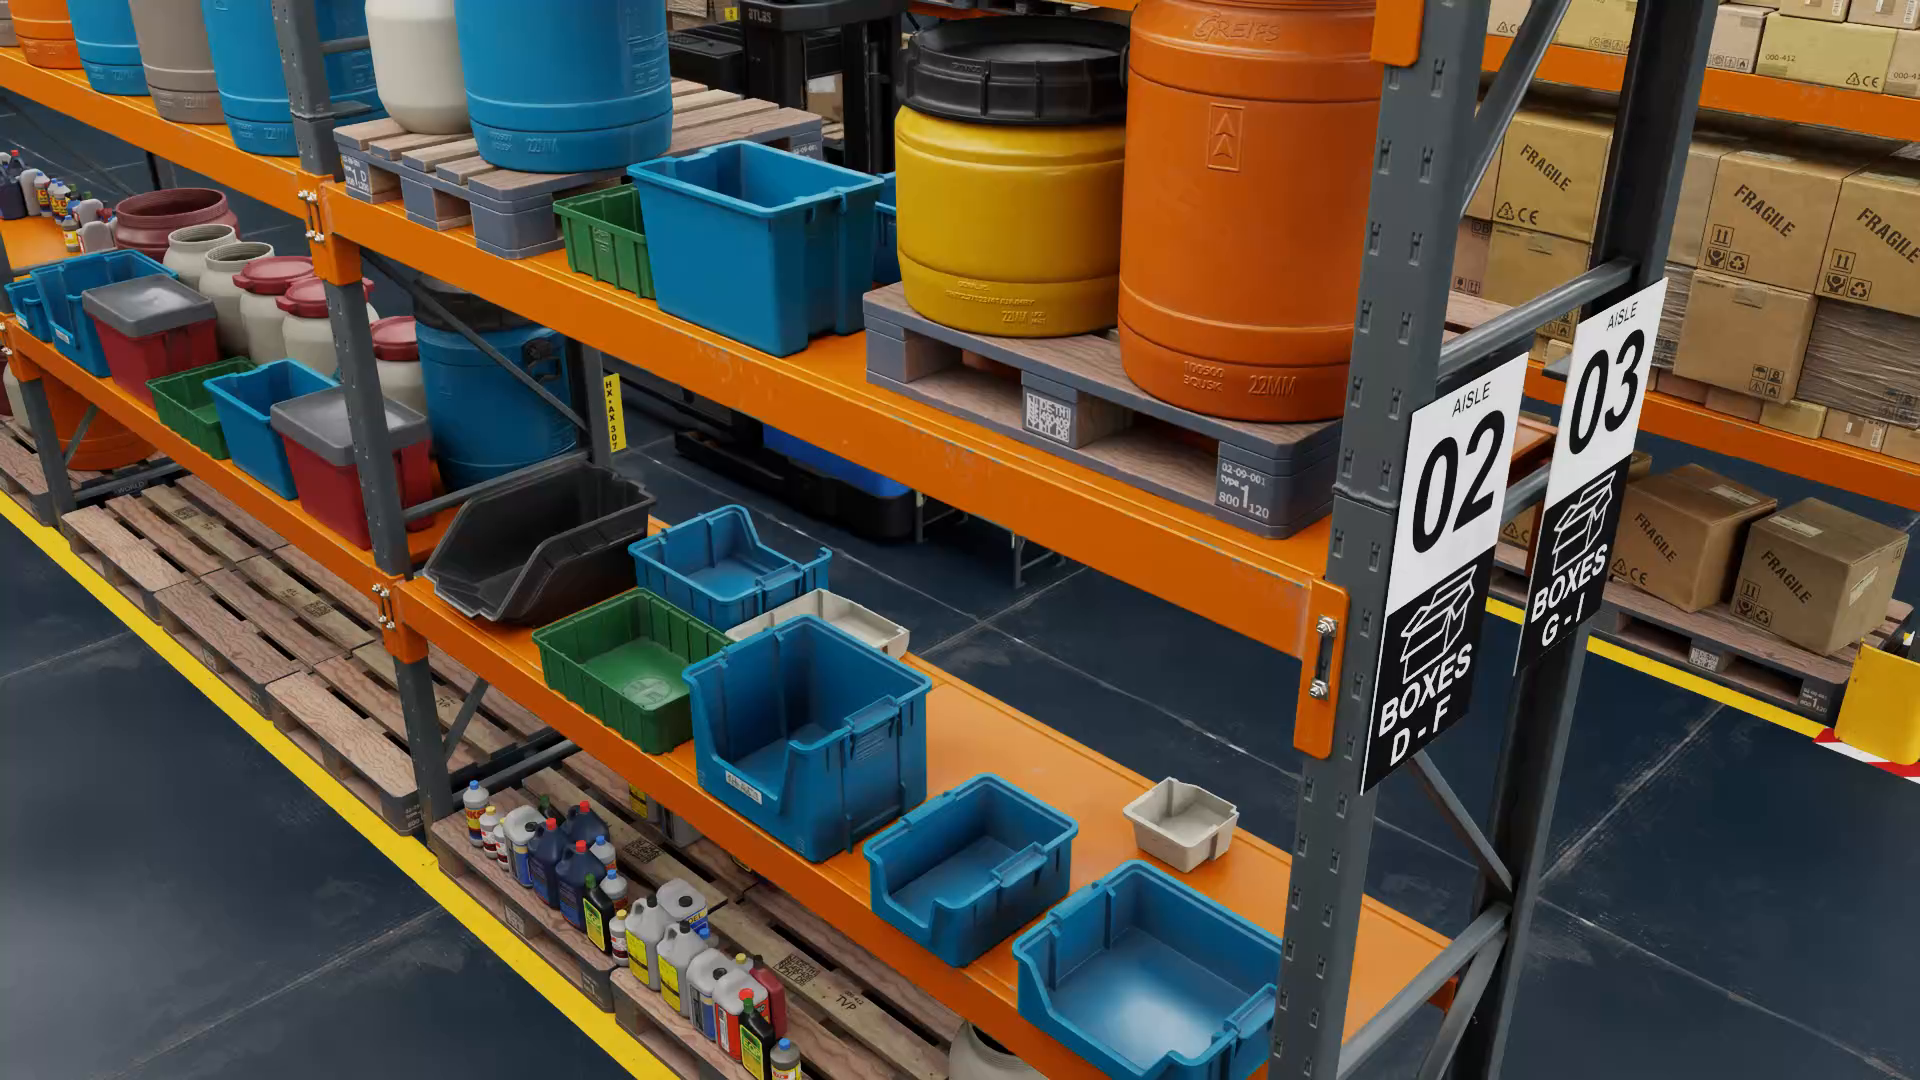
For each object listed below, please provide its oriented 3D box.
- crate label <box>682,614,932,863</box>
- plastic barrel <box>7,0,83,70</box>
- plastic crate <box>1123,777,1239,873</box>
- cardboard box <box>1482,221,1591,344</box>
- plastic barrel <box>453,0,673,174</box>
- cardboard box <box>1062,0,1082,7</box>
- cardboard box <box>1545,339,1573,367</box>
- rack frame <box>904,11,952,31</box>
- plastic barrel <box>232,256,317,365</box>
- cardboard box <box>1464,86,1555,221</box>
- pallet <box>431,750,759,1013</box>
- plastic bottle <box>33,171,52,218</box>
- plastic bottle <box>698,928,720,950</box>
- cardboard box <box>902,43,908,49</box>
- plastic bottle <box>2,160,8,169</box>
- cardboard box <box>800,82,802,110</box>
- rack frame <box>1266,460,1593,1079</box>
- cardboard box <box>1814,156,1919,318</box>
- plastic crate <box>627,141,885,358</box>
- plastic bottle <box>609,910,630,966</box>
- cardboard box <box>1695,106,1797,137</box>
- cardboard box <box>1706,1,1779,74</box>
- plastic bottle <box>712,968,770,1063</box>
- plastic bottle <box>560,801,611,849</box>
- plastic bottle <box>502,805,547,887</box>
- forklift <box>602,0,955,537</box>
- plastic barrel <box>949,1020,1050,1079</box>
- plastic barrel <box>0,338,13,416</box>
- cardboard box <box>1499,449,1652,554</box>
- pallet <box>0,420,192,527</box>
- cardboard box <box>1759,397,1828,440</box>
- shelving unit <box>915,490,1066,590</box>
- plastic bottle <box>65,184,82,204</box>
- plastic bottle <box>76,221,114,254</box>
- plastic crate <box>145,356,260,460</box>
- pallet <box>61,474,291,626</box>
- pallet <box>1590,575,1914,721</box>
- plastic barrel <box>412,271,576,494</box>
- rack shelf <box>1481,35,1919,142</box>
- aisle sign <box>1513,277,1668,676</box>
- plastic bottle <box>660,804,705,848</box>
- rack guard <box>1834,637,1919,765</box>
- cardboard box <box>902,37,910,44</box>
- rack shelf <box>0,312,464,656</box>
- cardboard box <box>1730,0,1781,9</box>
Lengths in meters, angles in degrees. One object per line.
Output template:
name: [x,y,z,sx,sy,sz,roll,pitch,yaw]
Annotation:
crate label: [-0.445,0.573,4.899,0.616,0.435,0.502,25,36,38]
plastic barrel: [-3.748,-2.475,7.050,0.708,0.830,0.600,25,36,38]
plastic crate: [0.645,0.817,4.756,0.250,0.136,0.298,25,36,38]
cardboard box: [3.041,-1.377,8.218,0.500,0.500,0.875,25,36,38]
plastic barrel: [-1.160,-1.581,4.821,0.708,0.901,0.600,25,36,38]
cardboard box: [1.166,-5.099,15.542,0.250,0.149,0.380,24,36,38]
cardboard box: [3.038,-0.912,8.032,0.250,0.149,0.380,25,36,38]
rack frame: [-0.478,-6.073,17.576,0.127,3.000,1.000,25,36,38]
plastic barrel: [-3.155,-1.031,7.843,0.433,0.535,0.433,0,28,0]
cardboard box: [2.534,-1.911,8.159,0.500,0.500,0.500,25,36,38]
pallet: [-1.345,1.261,6.624,1.213,0.211,1.003,25,36,38]
plastic bottle: [-5.616,-2.126,10.209,0.097,0.271,0.097,0,28,0]
plastic bottle: [-0.887,1.446,5.811,0.097,0.201,0.097,0,28,0]
cardboard box: [-0.294,-3.073,11.312,0.700,0.500,0.500,-19,33,-32]
plastic bottle: [-5.956,-2.242,10.429,0.097,0.271,0.097,0,28,0]
cardboard box: [-1.331,-3.448,12.476,0.500,0.500,0.500,-24,36,-38]
rack frame: [1.057,1.099,3.936,0.127,3.000,1.000,25,36,38]
cardboard box: [3.964,-1.260,6.922,0.500,0.500,0.500,25,36,38]
plastic crate: [-0.514,-0.743,4.235,0.575,0.384,0.392,25,36,38]
plastic bottle: [-1.190,1.401,5.897,0.097,0.201,0.097,0,28,0]
cardboard box: [3.619,-1.761,7.874,0.500,0.500,0.500,25,36,38]
cardboard box: [3.290,-2.211,7.169,0.500,0.250,0.500,-24,36,-38]
plastic bottle: [-0.720,1.565,5.504,0.135,0.276,0.152,25,37,39]
plastic bottle: [-1.409,1.125,6.261,0.185,0.351,0.144,25,36,38]
plastic bottle: [-1.626,1.151,6.292,0.152,0.276,0.135,-24,36,-37]
forklift: [-1.105,-1.893,9.702,3.031,2.935,1.130,24,36,38]
plastic barrel: [0.177,1.662,5.089,0.421,0.512,0.421,0,28,0]
plastic barrel: [-5.814,-1.152,10.358,0.708,0.588,0.600,25,36,38]
cardboard box: [3.213,-0.227,8.694,0.500,0.500,0.500,-21,34,-35]
pallet: [-5.239,-0.520,10.012,1.213,0.211,1.003,25,36,38]
cardboard box: [3.789,-0.604,7.445,0.250,0.149,0.380,25,36,38]
shelving unit: [0.163,-0.590,8.761,0.755,1.500,0.431,24,36,38]
plastic bottle: [-5.287,-1.993,9.942,0.133,0.283,0.061,25,36,38]
plastic bottle: [-4.836,-1.654,9.306,0.135,0.276,0.152,25,36,38]
plastic crate: [-3.235,-0.587,7.370,0.662,0.188,0.450,25,36,38]
pallet: [-4.122,-0.011,9.044,1.213,0.211,1.003,25,36,38]
pallet: [3.921,0.388,8.285,1.213,0.211,1.003,25,36,38]
plastic barrel: [-1.858,-0.654,6.733,0.708,0.901,0.600,25,36,38]
rack shelf: [3.103,-2.206,7.773,4.000,0.370,1.077,25,36,38]
aisle sign: [1.314,-0.125,3.471,0.004,0.787,0.394,25,36,38]
plastic bottle: [-1.083,1.040,6.504,0.135,0.276,0.152,25,36,38]
rack guard: [4.475,0.537,7.691,0.348,0.500,1.175,25,36,38]
cardboard box: [-0.578,-5.441,18.348,0.380,0.149,0.250,-24,36,-37]
rack shelf: [-3.221,-0.540,7.827,4.000,0.370,1.077,25,36,38]
cardboard box: [3.453,-2.342,6.991,0.380,0.149,0.250,-25,37,-39]
